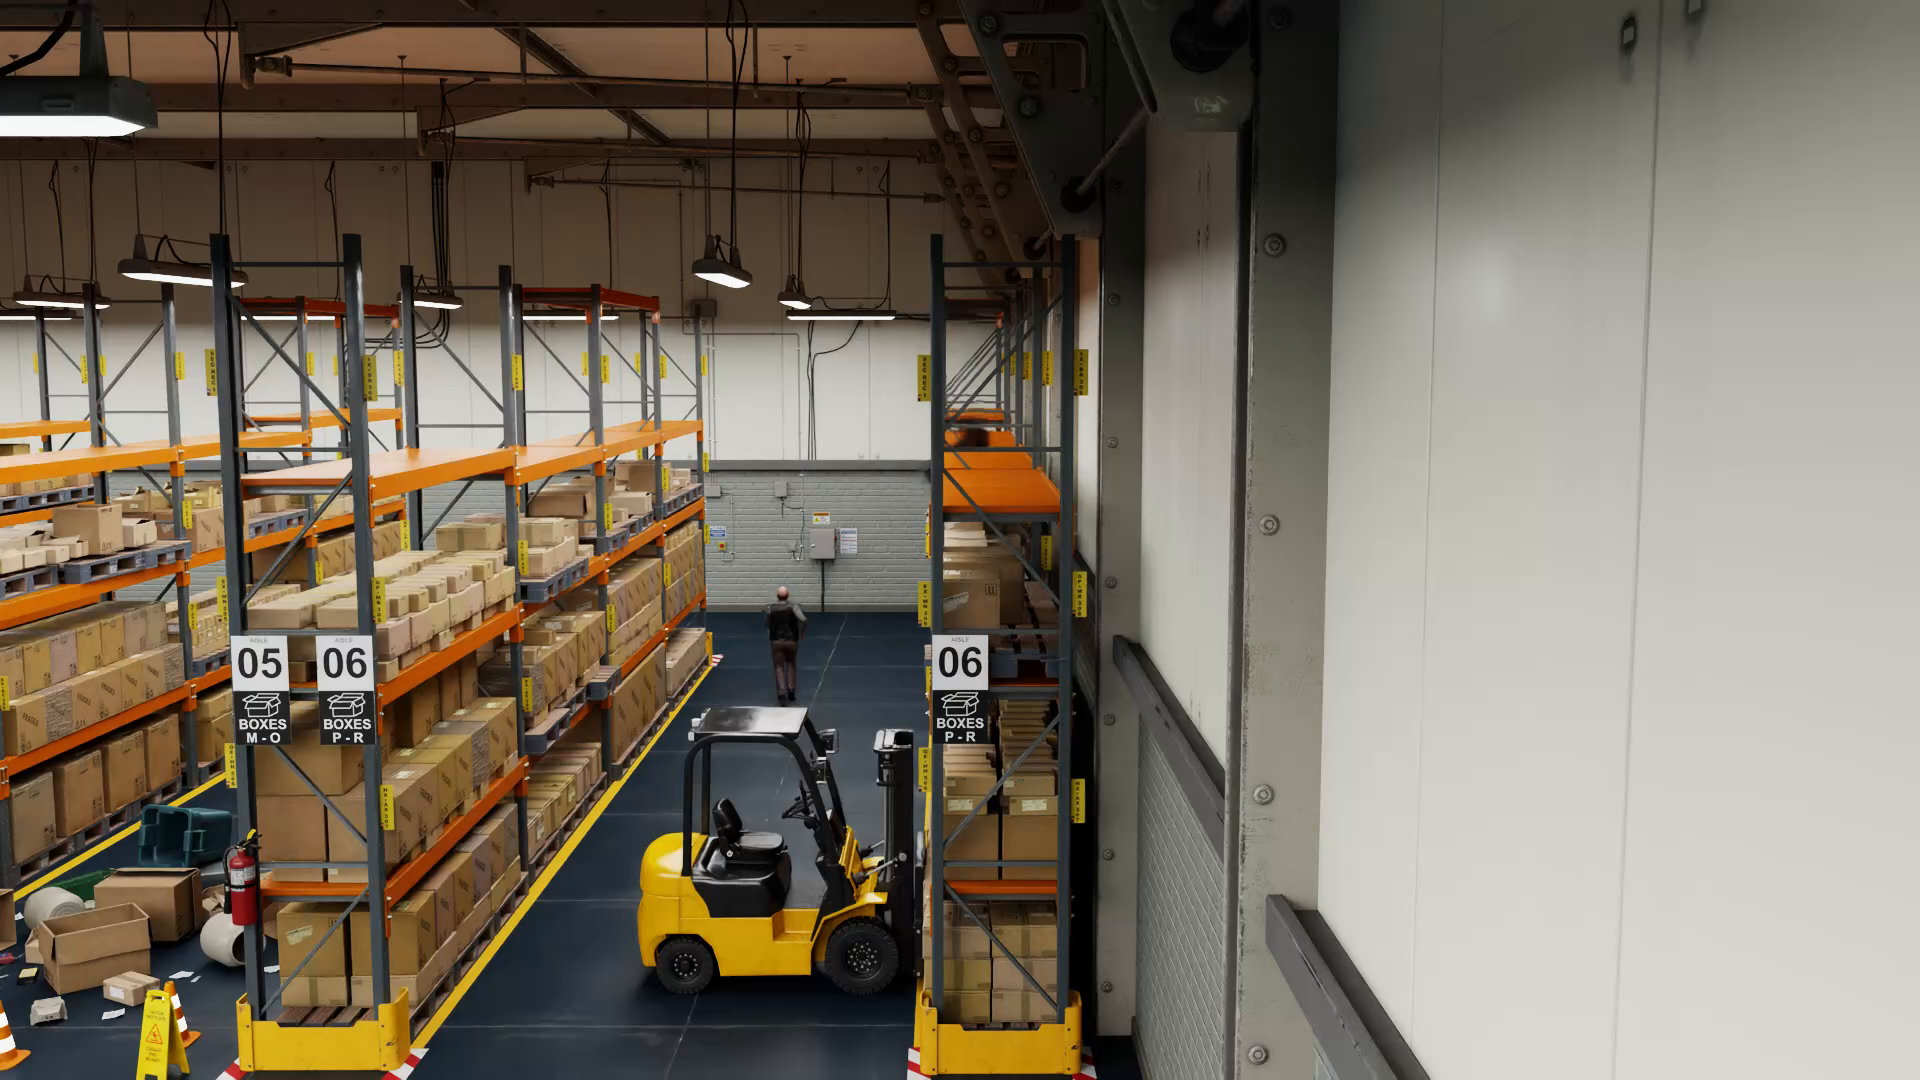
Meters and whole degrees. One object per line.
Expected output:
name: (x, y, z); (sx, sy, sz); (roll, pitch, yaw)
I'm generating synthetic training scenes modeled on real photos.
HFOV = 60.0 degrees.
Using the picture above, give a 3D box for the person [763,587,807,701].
person: (-2.621, 1.576, 24.838); (0.628, 1.781, 0.755); (-1, 6, -12)
